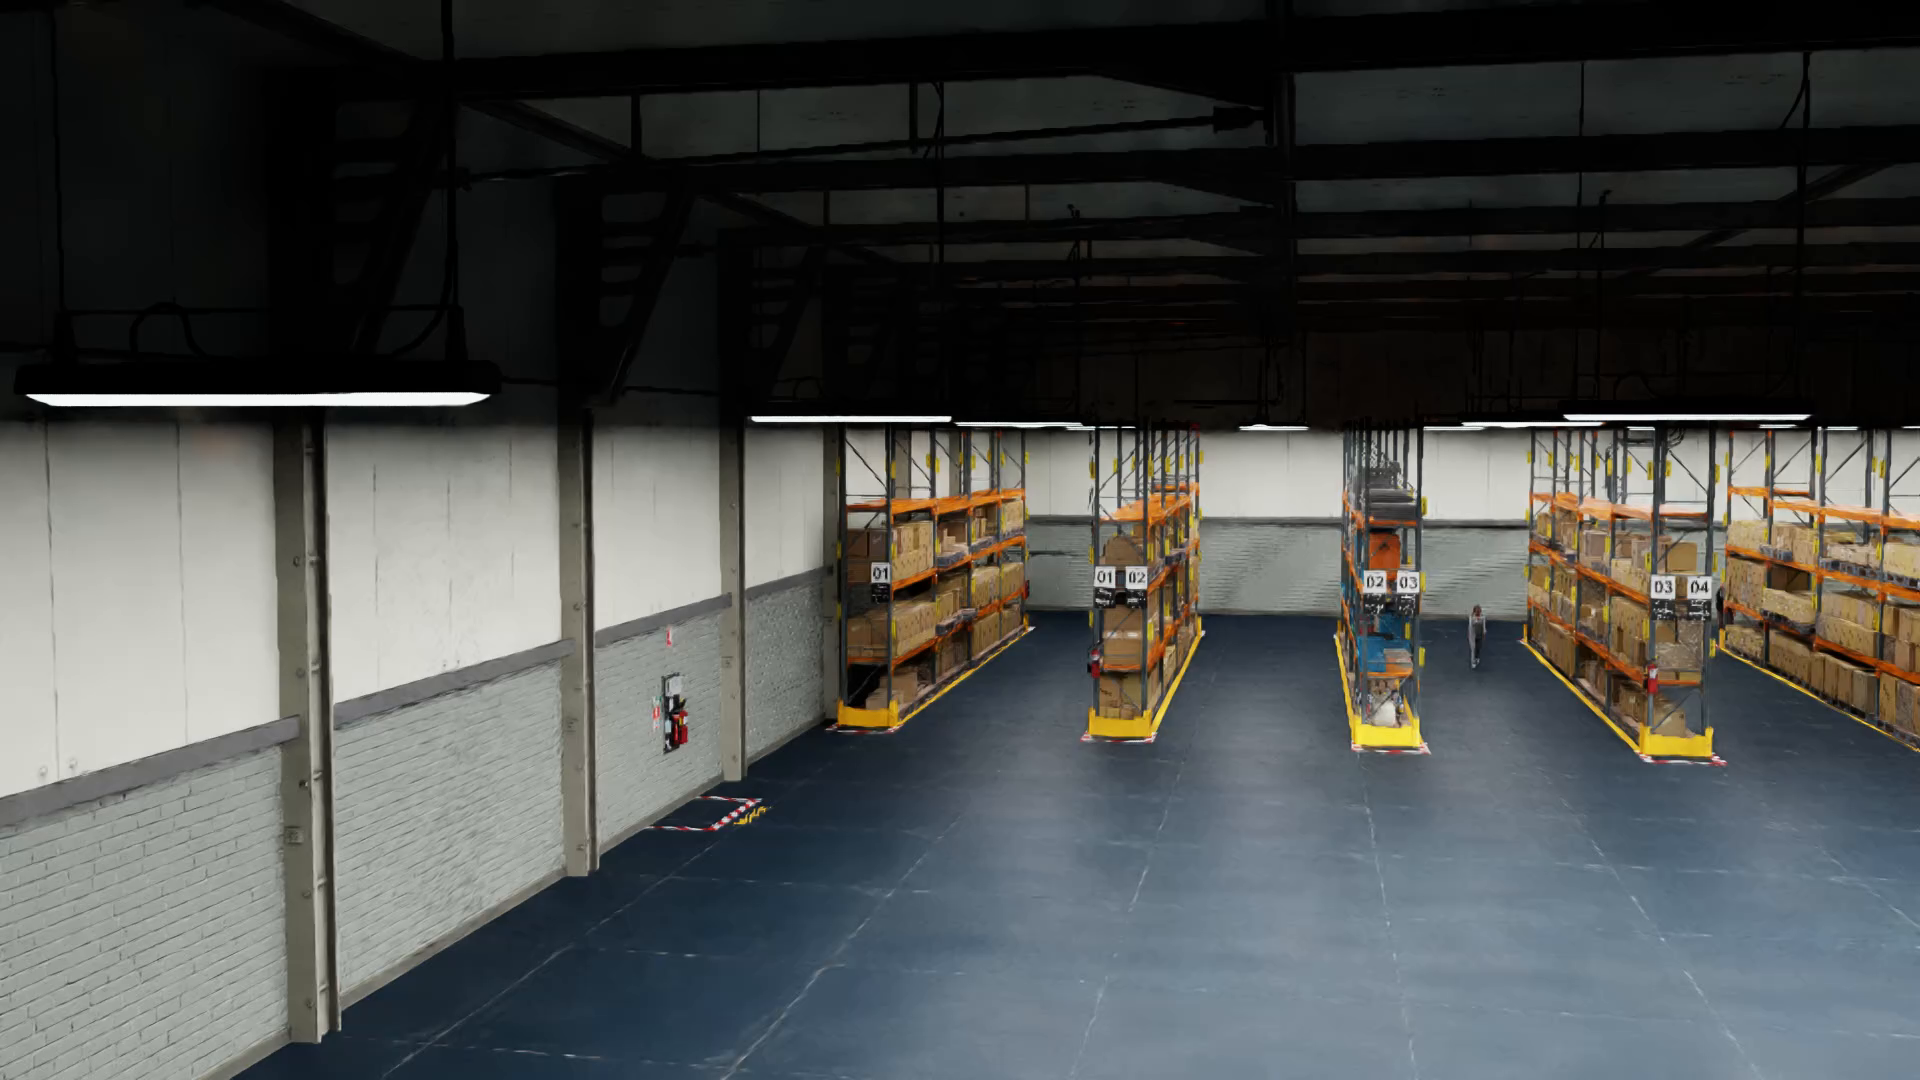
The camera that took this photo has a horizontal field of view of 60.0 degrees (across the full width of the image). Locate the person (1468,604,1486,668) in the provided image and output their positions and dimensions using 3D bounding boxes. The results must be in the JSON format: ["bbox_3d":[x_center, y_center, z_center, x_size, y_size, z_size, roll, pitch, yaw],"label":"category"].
[{"bbox_3d":[12.624,2.321,40.589,0.417,1.525,1.034,1,4,10],"label":"person"}]

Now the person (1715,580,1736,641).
[{"bbox_3d":[20.983,1.921,45.532,0.545,1.708,0.570,-3,5,-42],"label":"person"}]
